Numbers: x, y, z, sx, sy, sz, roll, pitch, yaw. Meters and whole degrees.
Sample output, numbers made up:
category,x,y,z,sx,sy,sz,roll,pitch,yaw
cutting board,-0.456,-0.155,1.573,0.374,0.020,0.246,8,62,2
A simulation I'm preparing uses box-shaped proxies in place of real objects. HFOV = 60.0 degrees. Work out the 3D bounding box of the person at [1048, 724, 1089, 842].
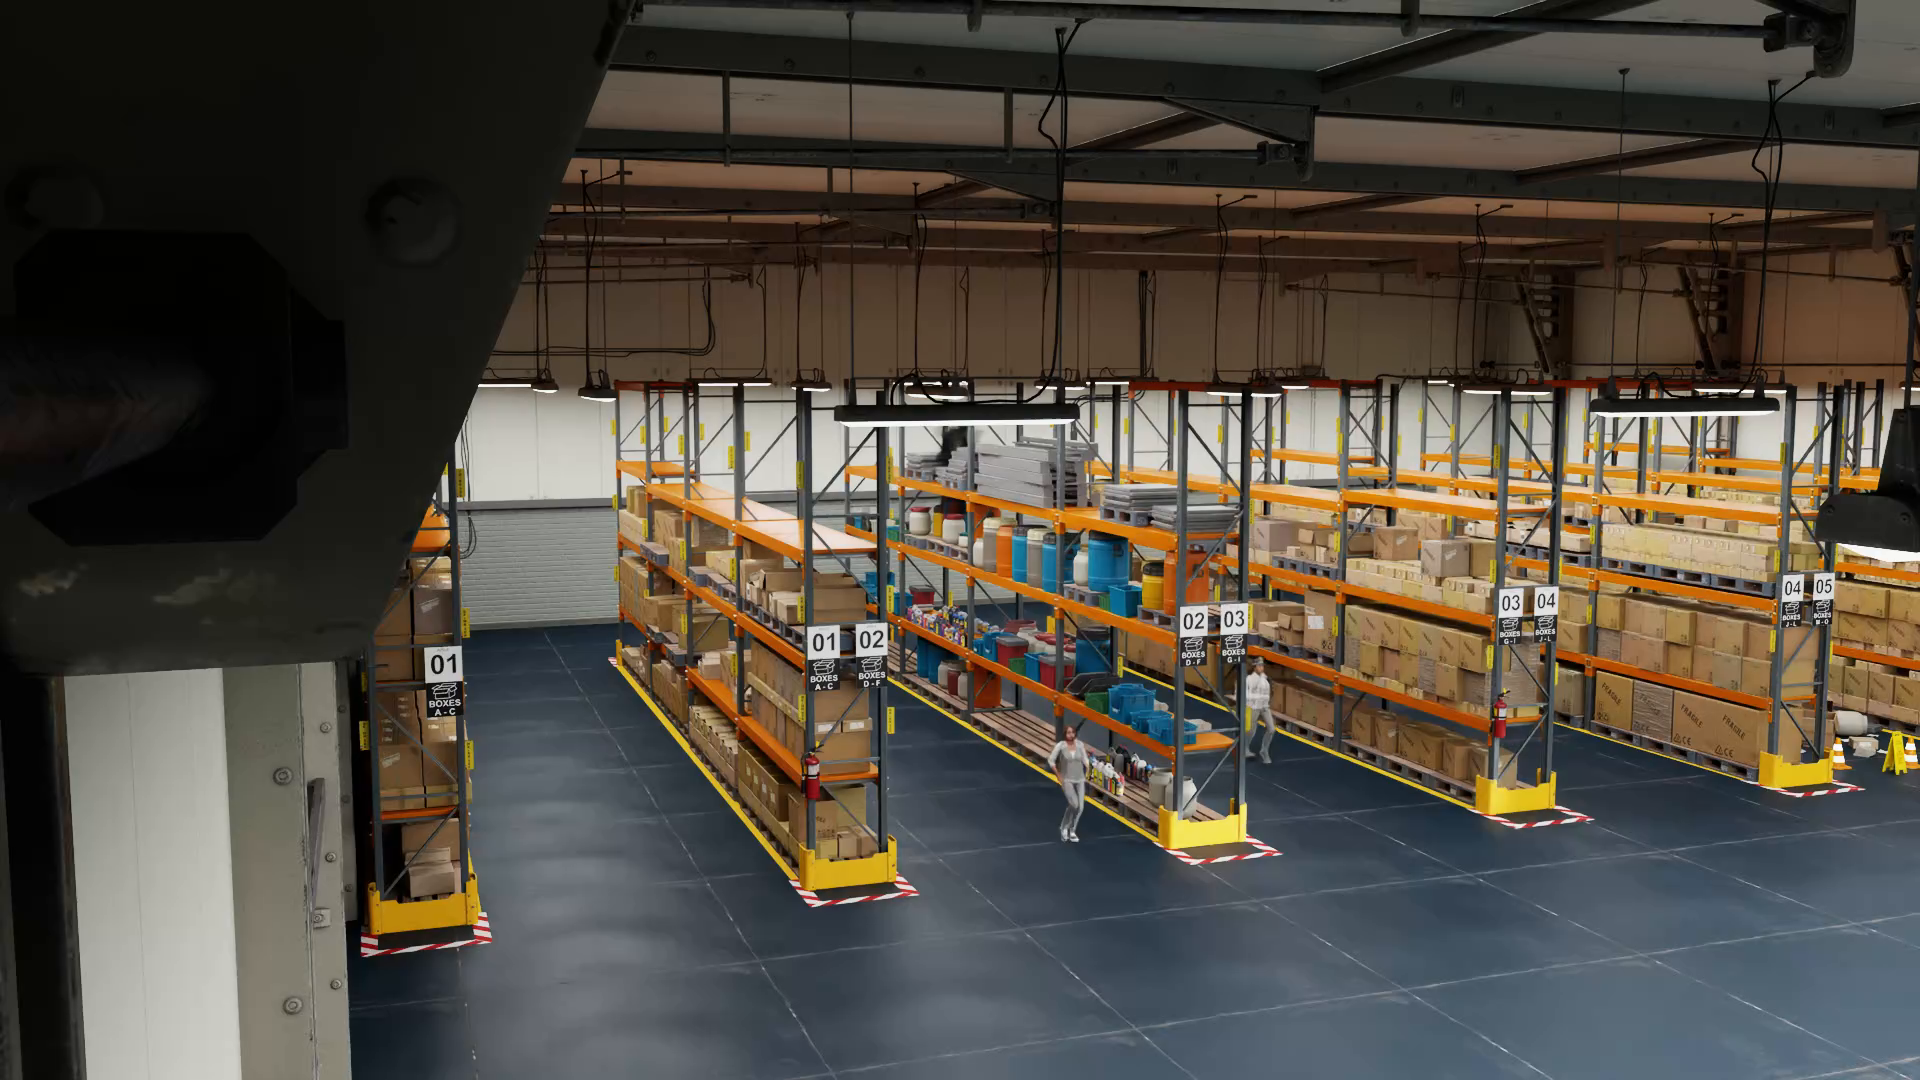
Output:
category,x,y,z,sx,sy,sz,roll,pitch,yaw
person,1.494,3.228,22.091,0.533,1.546,0.536,-2,6,-15

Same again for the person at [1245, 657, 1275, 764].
category,x,y,z,sx,sy,sz,roll,pitch,yaw
person,4.744,2.708,26.446,0.590,1.740,0.726,-3,7,-27

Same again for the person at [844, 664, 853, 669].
category,x,y,z,sx,sy,sz,roll,pitch,yaw
person,-2.145,2.368,29.587,0.579,1.657,0.923,-4,7,-32
